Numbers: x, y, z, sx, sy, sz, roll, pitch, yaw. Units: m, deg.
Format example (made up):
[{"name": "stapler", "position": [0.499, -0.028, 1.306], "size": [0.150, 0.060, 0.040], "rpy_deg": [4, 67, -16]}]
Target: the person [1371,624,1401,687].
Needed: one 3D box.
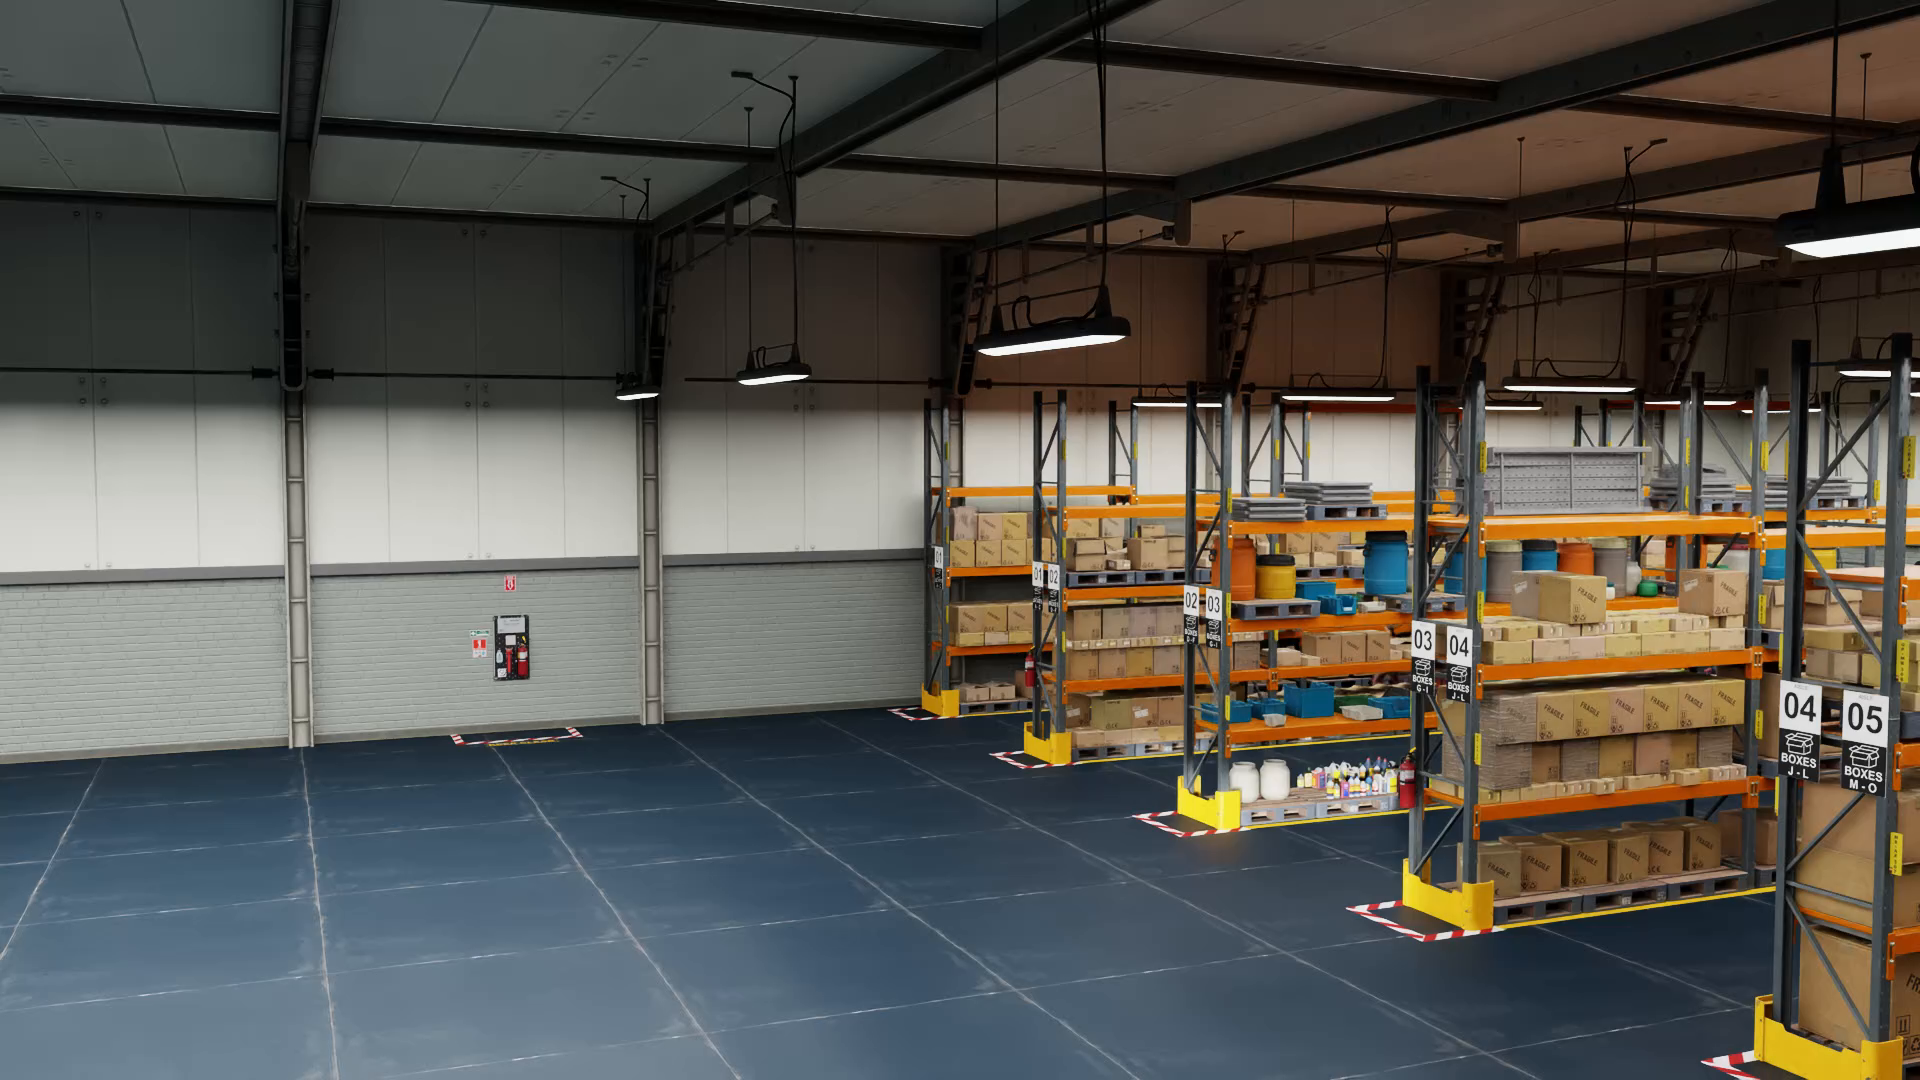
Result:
[{"name": "person", "position": [8.240, 2.447, 32.203], "size": [1.057, 1.578, 0.463], "rpy_deg": [-2, 4, -28]}]
